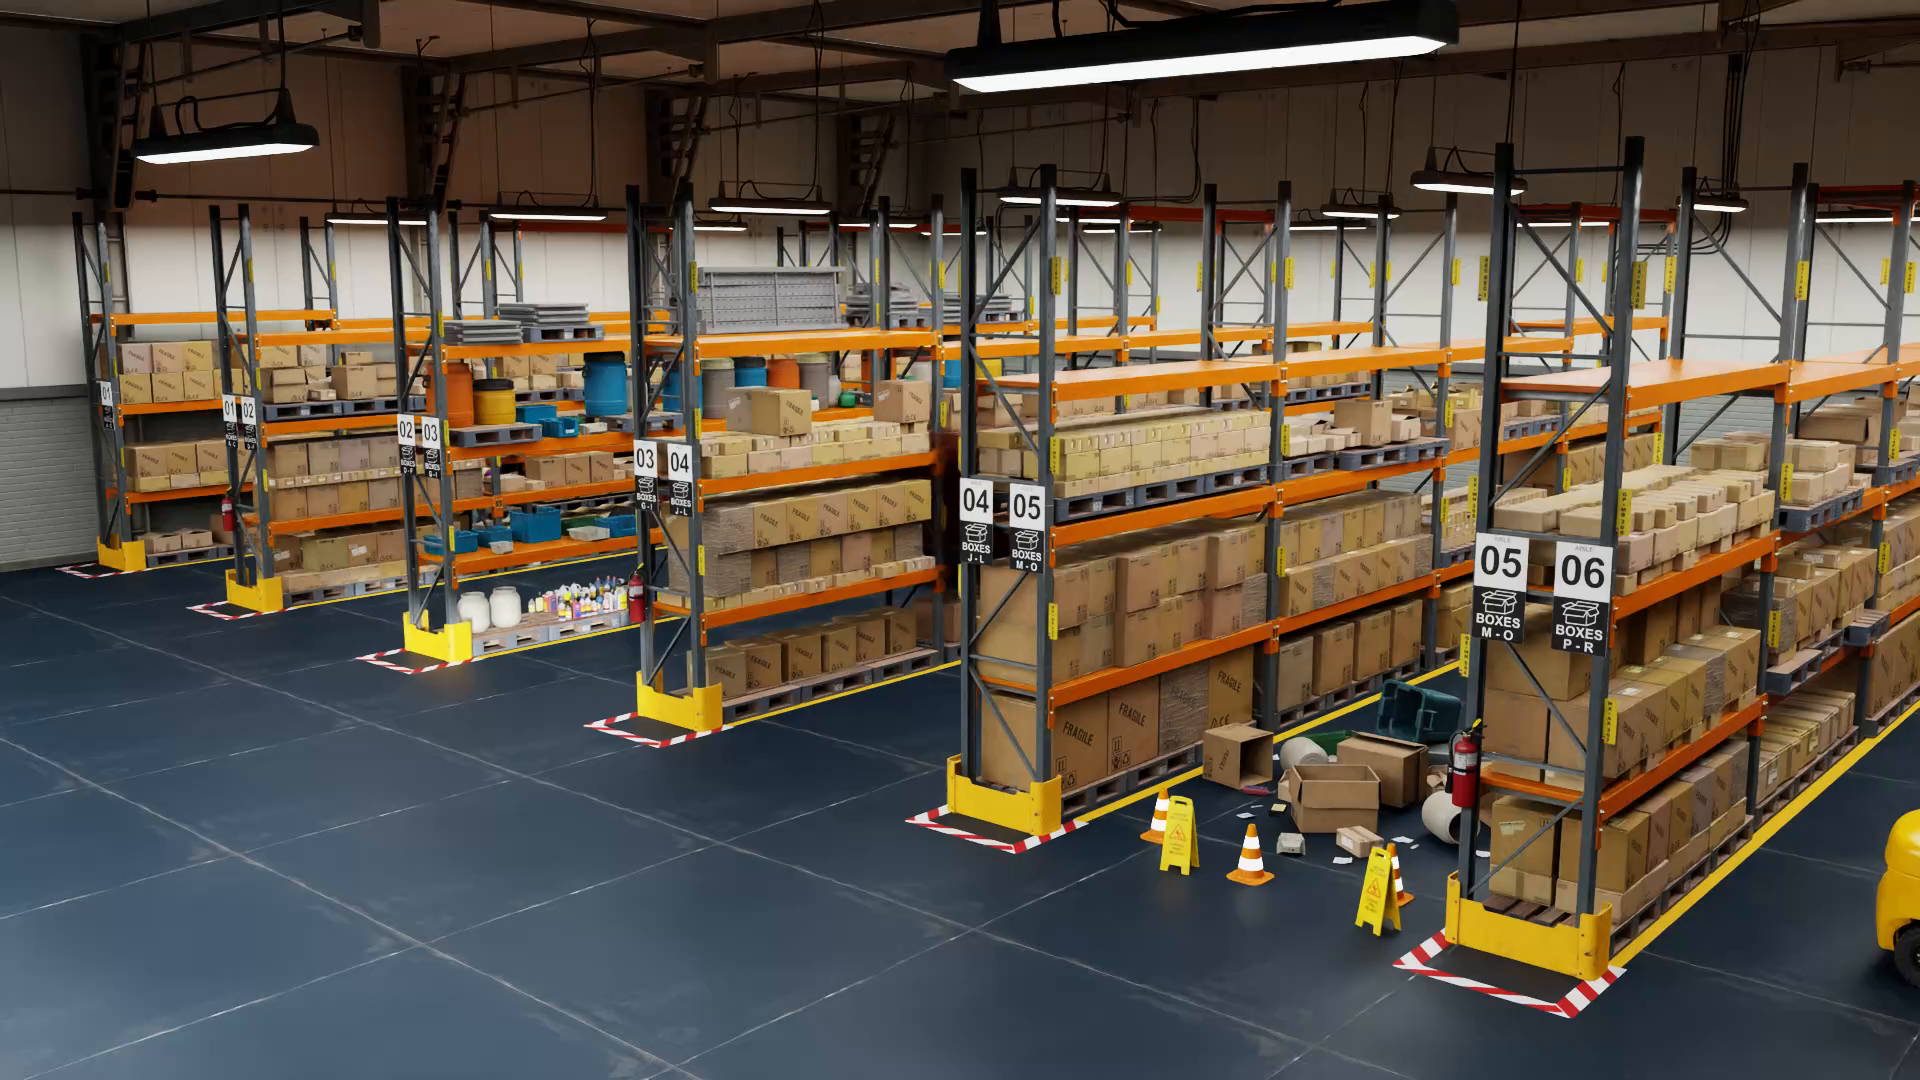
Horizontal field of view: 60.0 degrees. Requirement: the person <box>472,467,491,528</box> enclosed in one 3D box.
[{"bbox_3d":[-8.886,-0.747,30.590,0.550,1.667,1.023,4,10,25],"label":"person"}]
